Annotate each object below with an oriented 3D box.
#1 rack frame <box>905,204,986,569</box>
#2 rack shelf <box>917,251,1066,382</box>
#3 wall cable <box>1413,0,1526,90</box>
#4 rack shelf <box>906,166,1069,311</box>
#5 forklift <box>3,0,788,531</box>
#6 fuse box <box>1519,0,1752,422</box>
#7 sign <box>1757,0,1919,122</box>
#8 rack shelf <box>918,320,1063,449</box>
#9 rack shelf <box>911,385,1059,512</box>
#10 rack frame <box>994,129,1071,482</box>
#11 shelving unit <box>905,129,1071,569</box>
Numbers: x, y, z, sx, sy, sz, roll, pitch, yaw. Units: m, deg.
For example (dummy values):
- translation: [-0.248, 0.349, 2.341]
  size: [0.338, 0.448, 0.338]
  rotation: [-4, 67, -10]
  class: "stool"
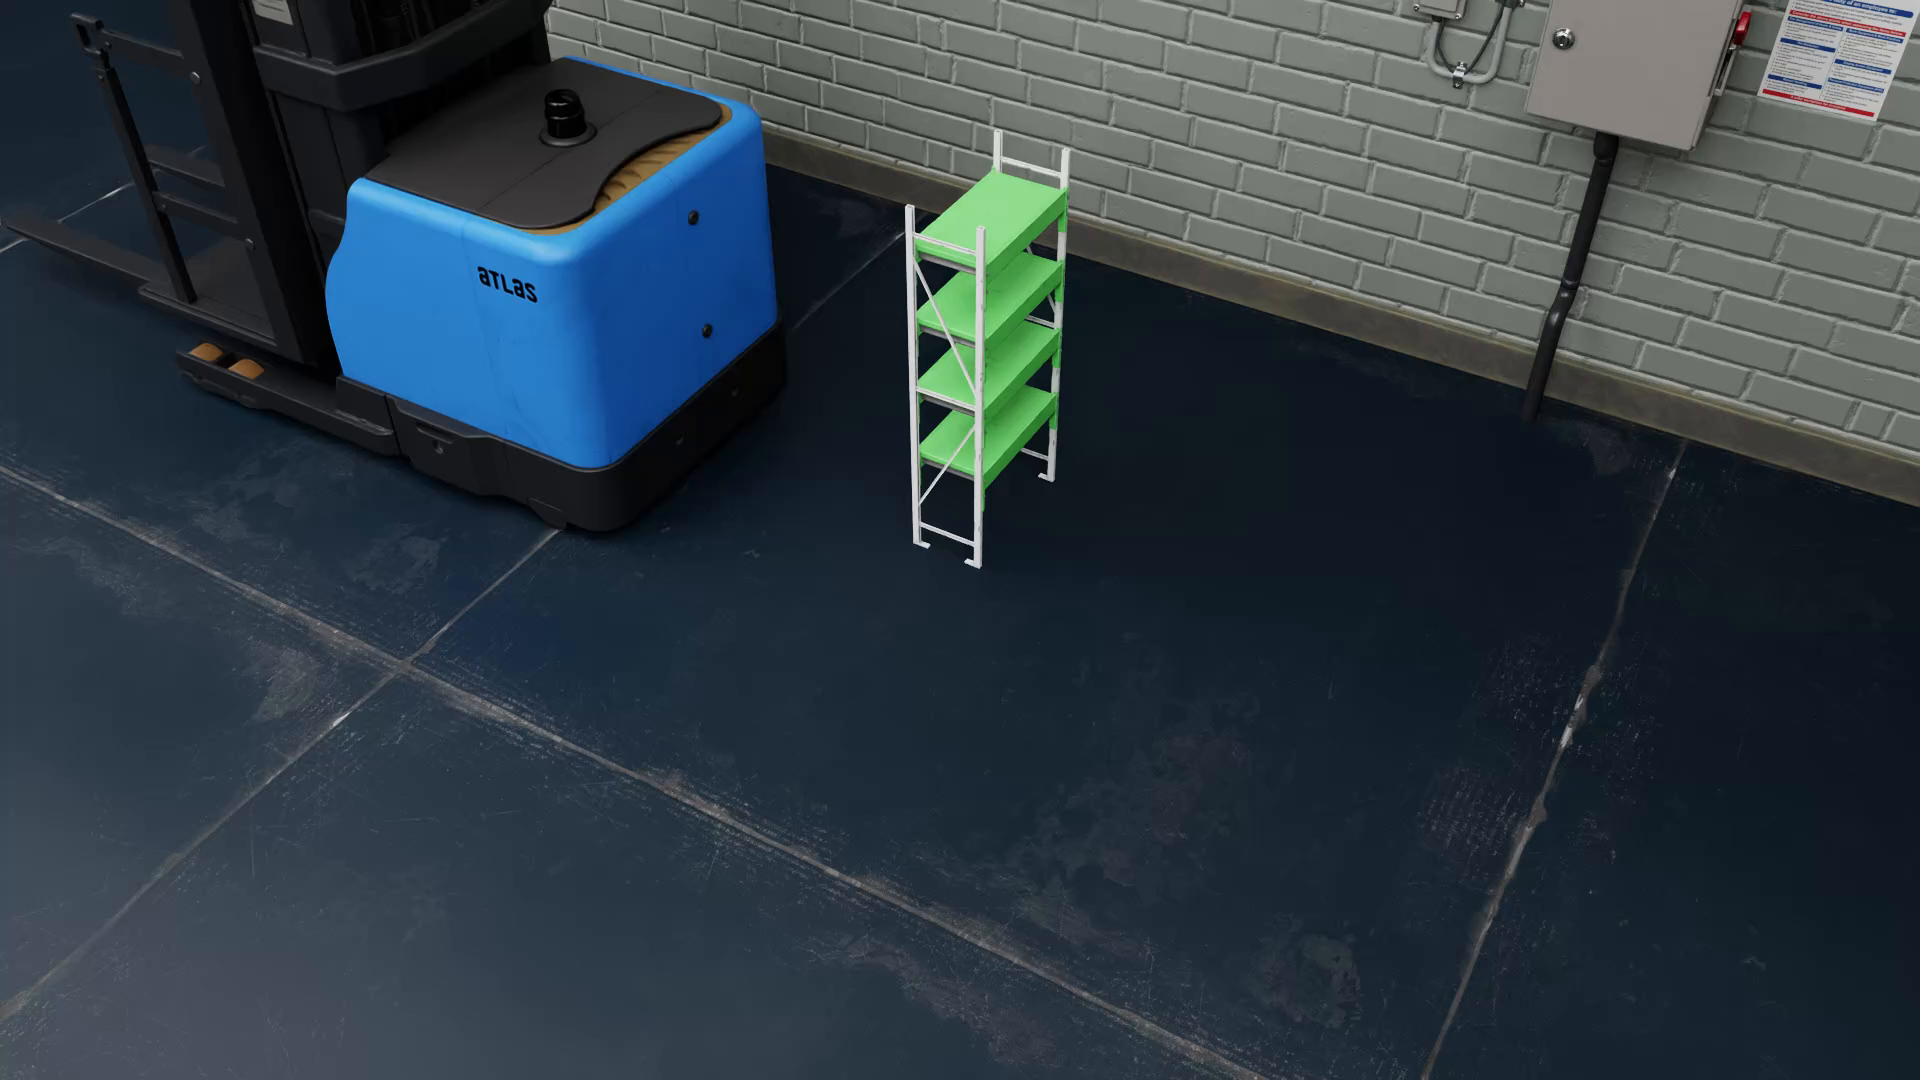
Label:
- translation: [-0.039, -0.405, 4.802]
  size: [0.240, 1.200, 0.015]
  rotation: [21, 45, 22]
  class: "rack frame"
- translation: [0.083, -0.677, 4.845]
  size: [0.258, 0.148, 0.480]
  rotation: [21, 45, 22]
  class: "rack shelf"
- translation: [1.455, -2.223, 4.736]
  size: [0.588, 1.984, 0.122]
  rotation: [21, 45, 22]
  class: "wall cable"
- translation: [0.083, -0.857, 4.686]
  size: [0.258, 0.148, 0.480]
  rotation: [21, 45, 22]
  class: "rack shelf"
- translation: [-2.138, -1.840, 5.122]
  size: [3.031, 2.935, 1.130]
  rotation: [20, 45, 22]
  class: "forklift"
- translation: [1.967, -1.043, 5.139]
  size: [0.539, 1.711, 0.414]
  rotation: [21, 45, 22]
  class: "fuse box"
- translation: [2.499, -1.446, 4.694]
  size: [0.329, 0.494, 0.001]
  rotation: [21, 45, 22]
  class: "sign"
- translation: [0.083, -0.497, 5.003]
  size: [0.258, 0.148, 0.480]
  rotation: [21, 45, 22]
  class: "rack shelf"
- translation: [0.083, -0.317, 5.162]
  size: [0.258, 0.148, 0.480]
  rotation: [21, 45, 22]
  class: "rack shelf"
- translation: [0.205, -0.685, 5.120]
  size: [0.240, 1.200, 0.015]
  rotation: [21, 45, 22]
  class: "rack frame"
- translation: [0.083, -0.545, 4.961]
  size: [0.258, 1.200, 0.503]
  rotation: [21, 45, 22]
  class: "shelving unit"
